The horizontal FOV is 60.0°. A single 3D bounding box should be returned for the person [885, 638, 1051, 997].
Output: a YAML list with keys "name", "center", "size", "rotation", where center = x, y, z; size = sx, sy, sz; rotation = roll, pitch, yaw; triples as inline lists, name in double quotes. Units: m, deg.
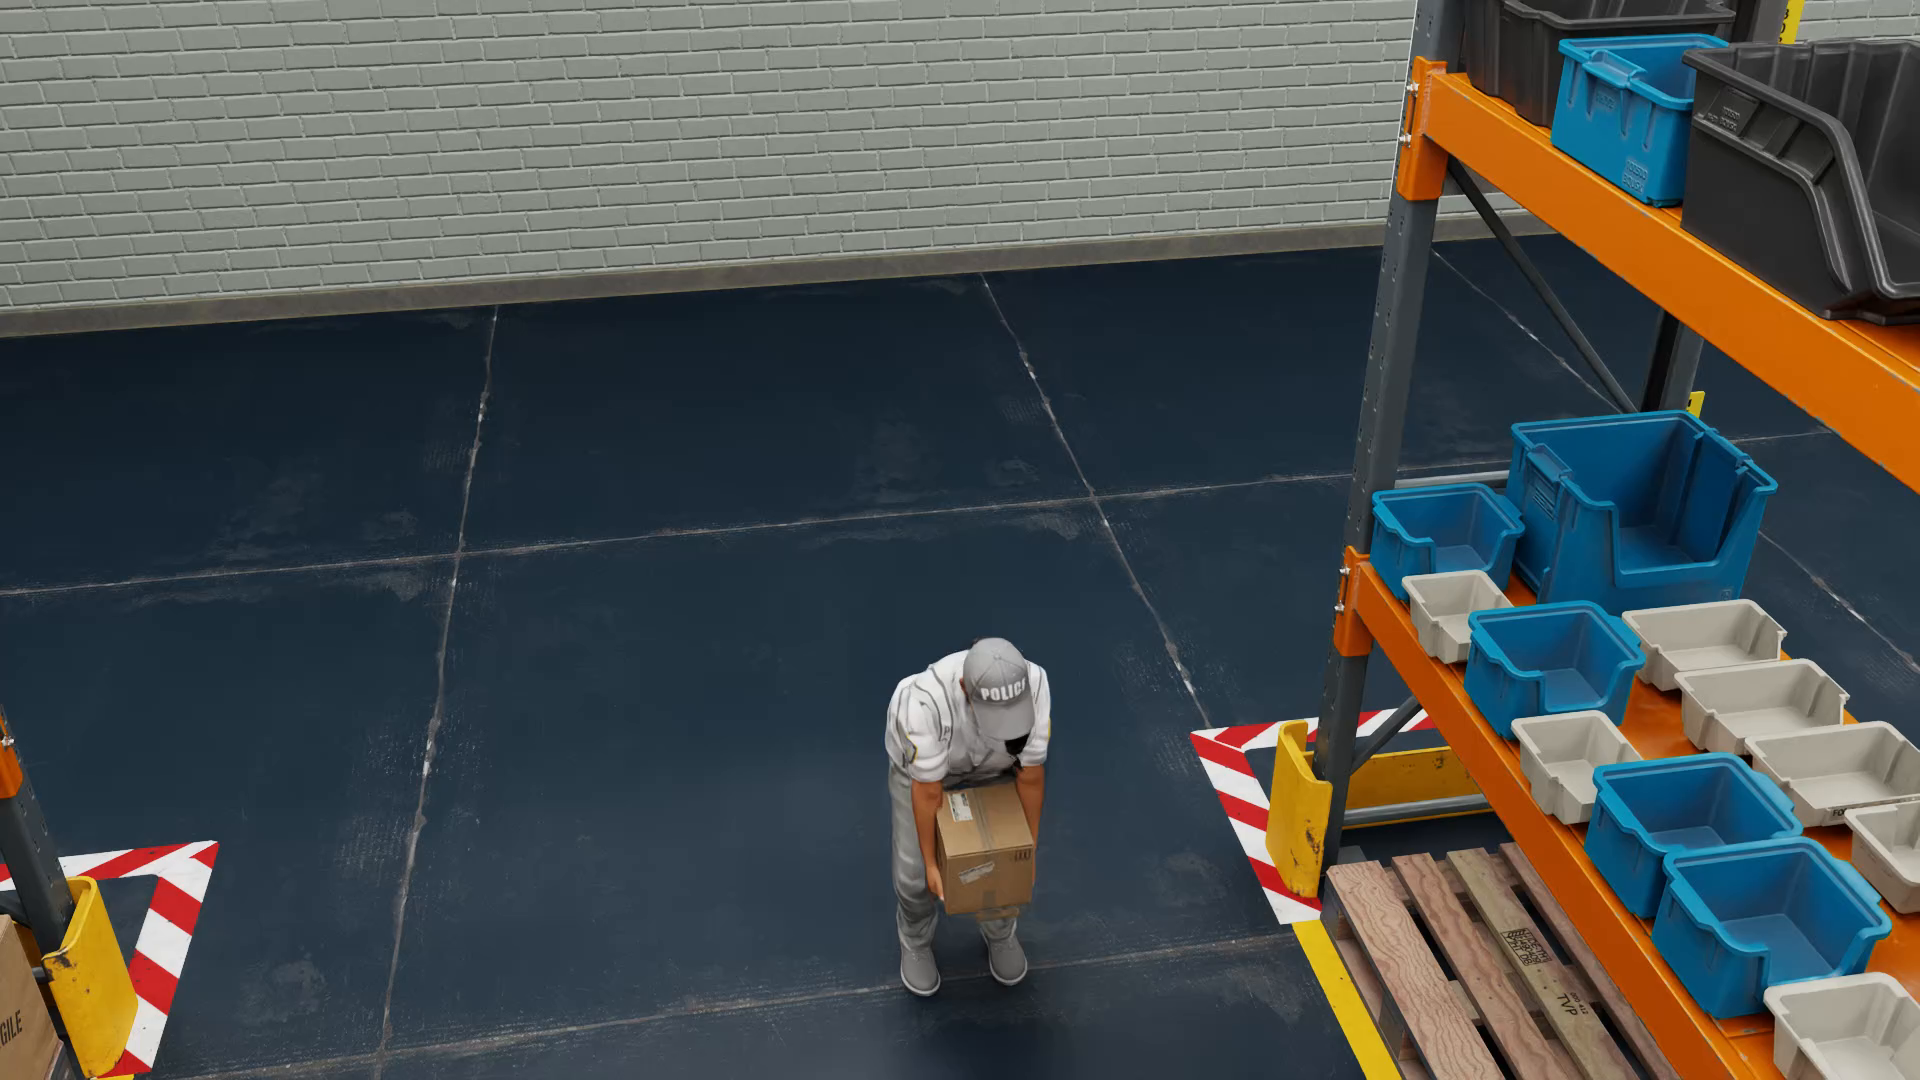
- name: "person"
  center: [0.032, 0.803, 4.961]
  size: [0.459, 1.495, 0.770]
  rotation: [-6, 31, -10]
